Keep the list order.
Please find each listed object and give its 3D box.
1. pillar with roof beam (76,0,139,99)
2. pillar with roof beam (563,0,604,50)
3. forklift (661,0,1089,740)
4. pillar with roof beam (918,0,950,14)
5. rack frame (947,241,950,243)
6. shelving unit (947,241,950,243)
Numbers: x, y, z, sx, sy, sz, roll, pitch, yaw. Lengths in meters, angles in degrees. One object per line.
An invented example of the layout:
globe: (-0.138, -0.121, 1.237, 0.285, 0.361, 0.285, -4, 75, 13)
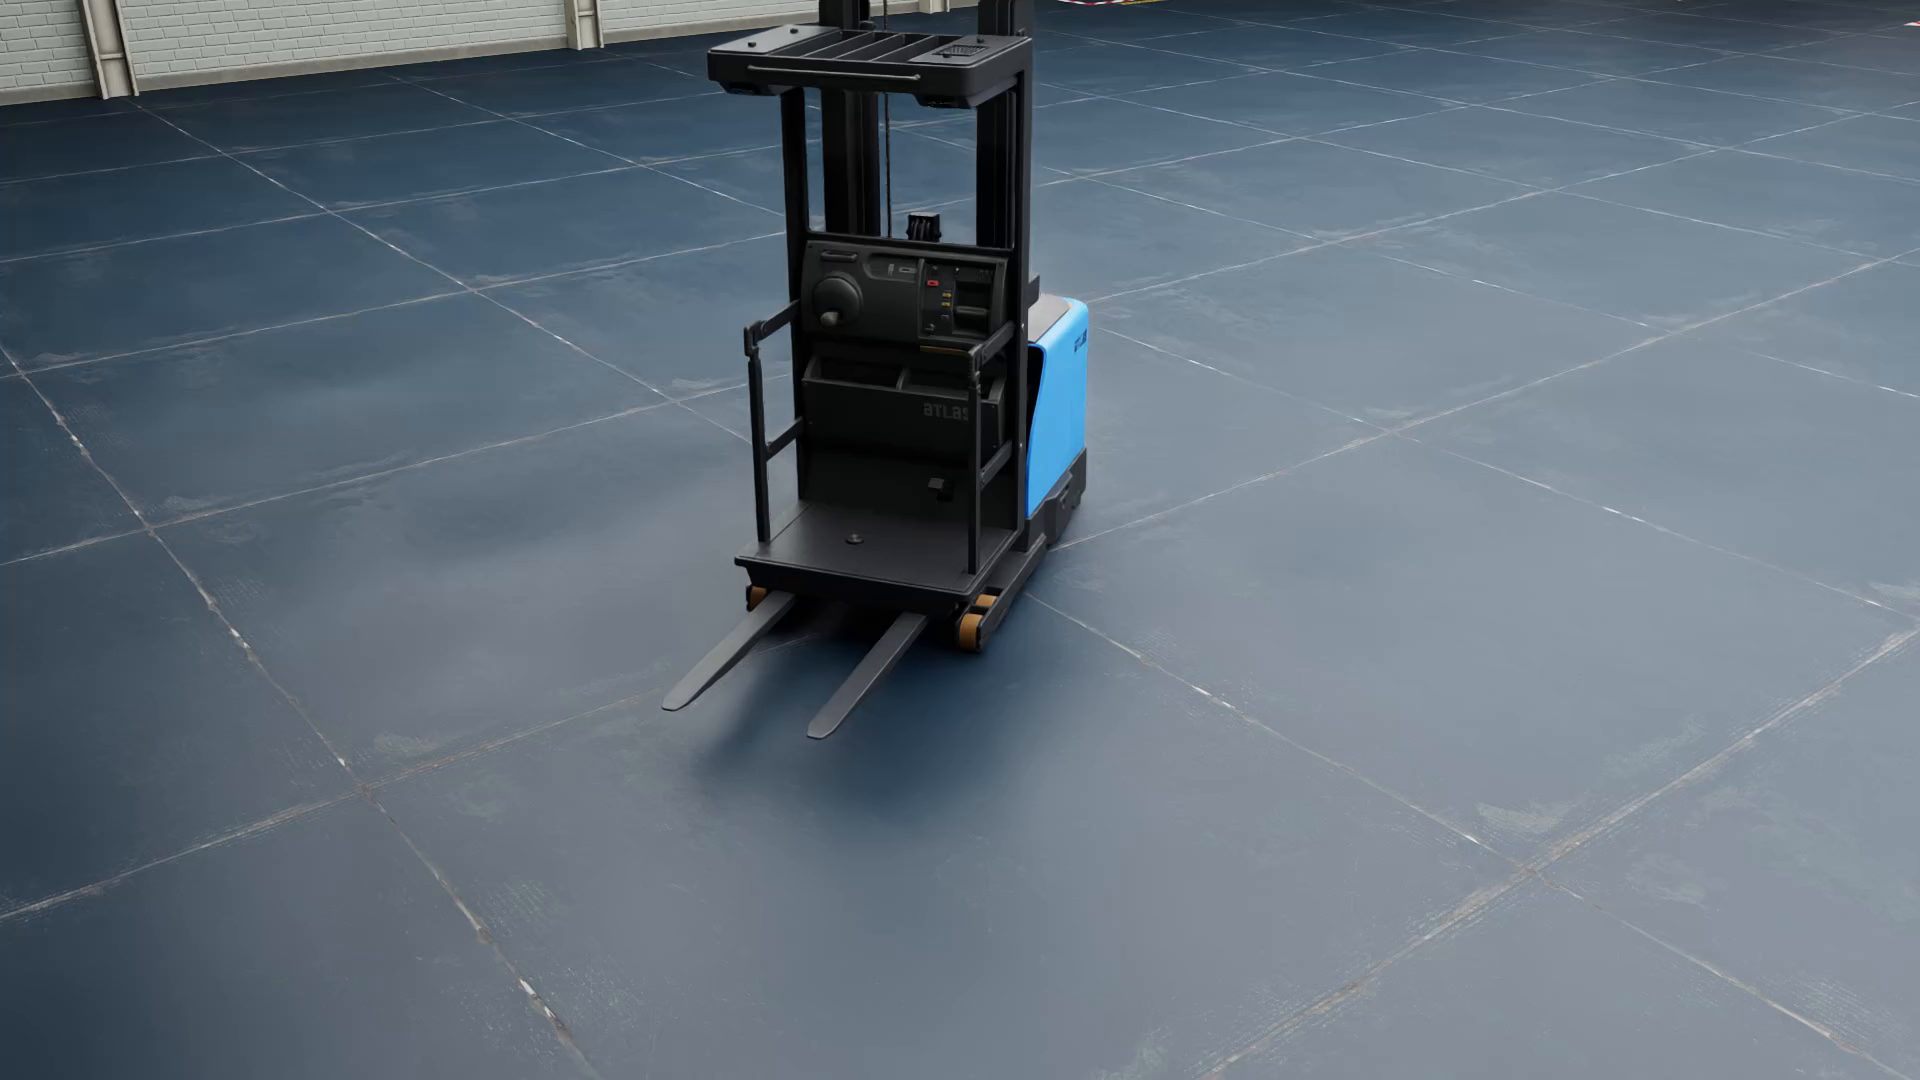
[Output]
pillar with roof beam: (-7.197, -7.859, 14.495, 0.400, 9.000, 9.100, -18, 31, -34)
pillar with roof beam: (-2.476, -9.418, 17.853, 0.400, 9.000, 9.100, -18, 31, -34)
forklift: (-0.318, -1.040, 7.009, 1.130, 2.935, 3.031, 9, 26, 18)
pillar with roof beam: (2.246, -10.977, 21.212, 0.400, 9.000, 9.100, -18, 31, -34)
rack frame: (-0.043, -0.989, 8.957, 0.015, 1.200, 0.240, -4, 25, -9)
shelving unit: (-0.283, -0.972, 8.920, 0.503, 1.200, 0.258, -4, 25, -9)
